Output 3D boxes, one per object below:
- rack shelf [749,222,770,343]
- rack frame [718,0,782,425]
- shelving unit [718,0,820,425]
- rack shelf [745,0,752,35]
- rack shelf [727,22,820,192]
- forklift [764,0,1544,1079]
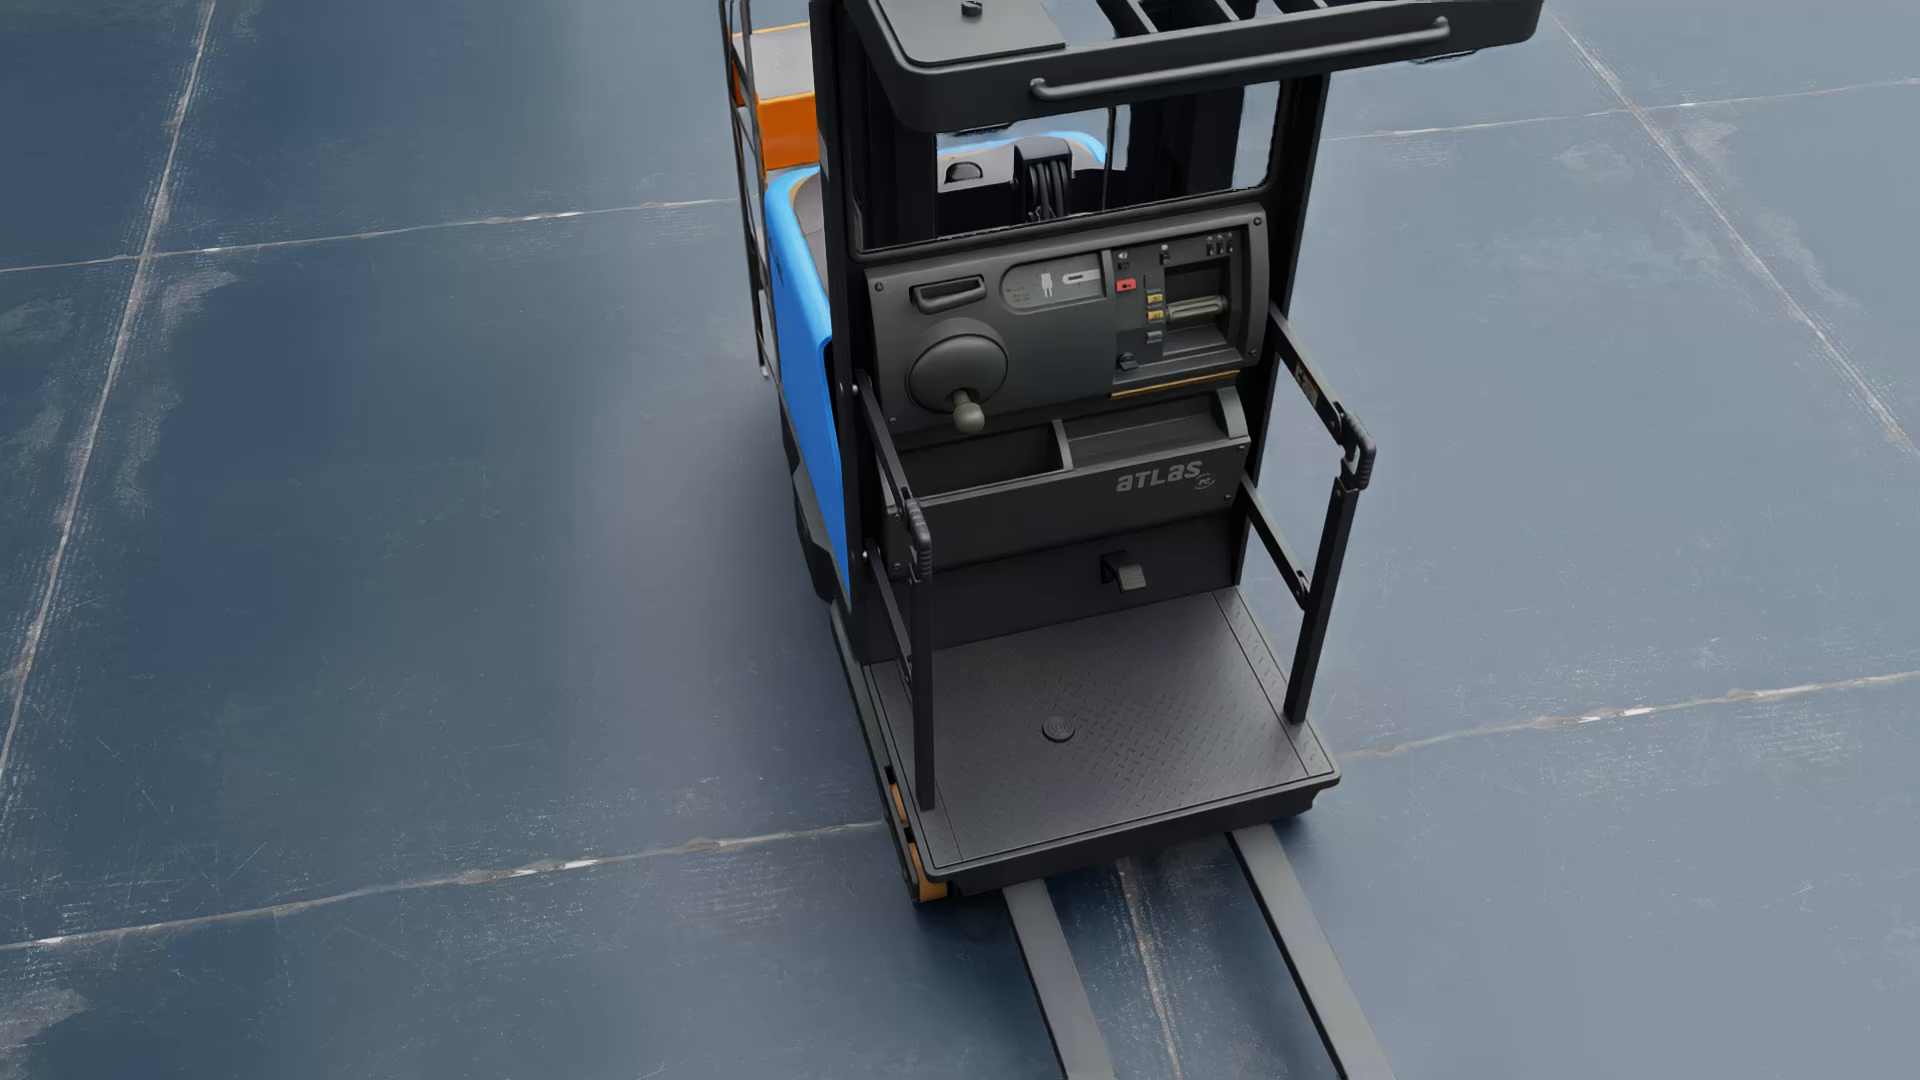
[{"bbox_3d":[-0.408,-0.776,5.531,0.480,0.518,0.431,-13,47,-12],"label":"rack shelf"},{"bbox_3d":[-0.640,-1.217,4.965,0.015,2.100,0.400,-13,47,-12],"label":"rack frame"},{"bbox_3d":[-0.408,-1.271,5.017,0.503,2.100,0.431,-13,47,-12],"label":"shelving unit"},{"bbox_3d":[-0.408,-1.748,4.523,0.480,0.518,0.431,-13,47,-12],"label":"rack shelf"},{"bbox_3d":[-0.408,-1.262,5.027,0.480,0.518,0.431,-13,47,-12],"label":"rack shelf"},{"bbox_3d":[0.316,-0.398,3.598,1.130,2.935,3.031,-12,47,-11],"label":"forklift"}]
